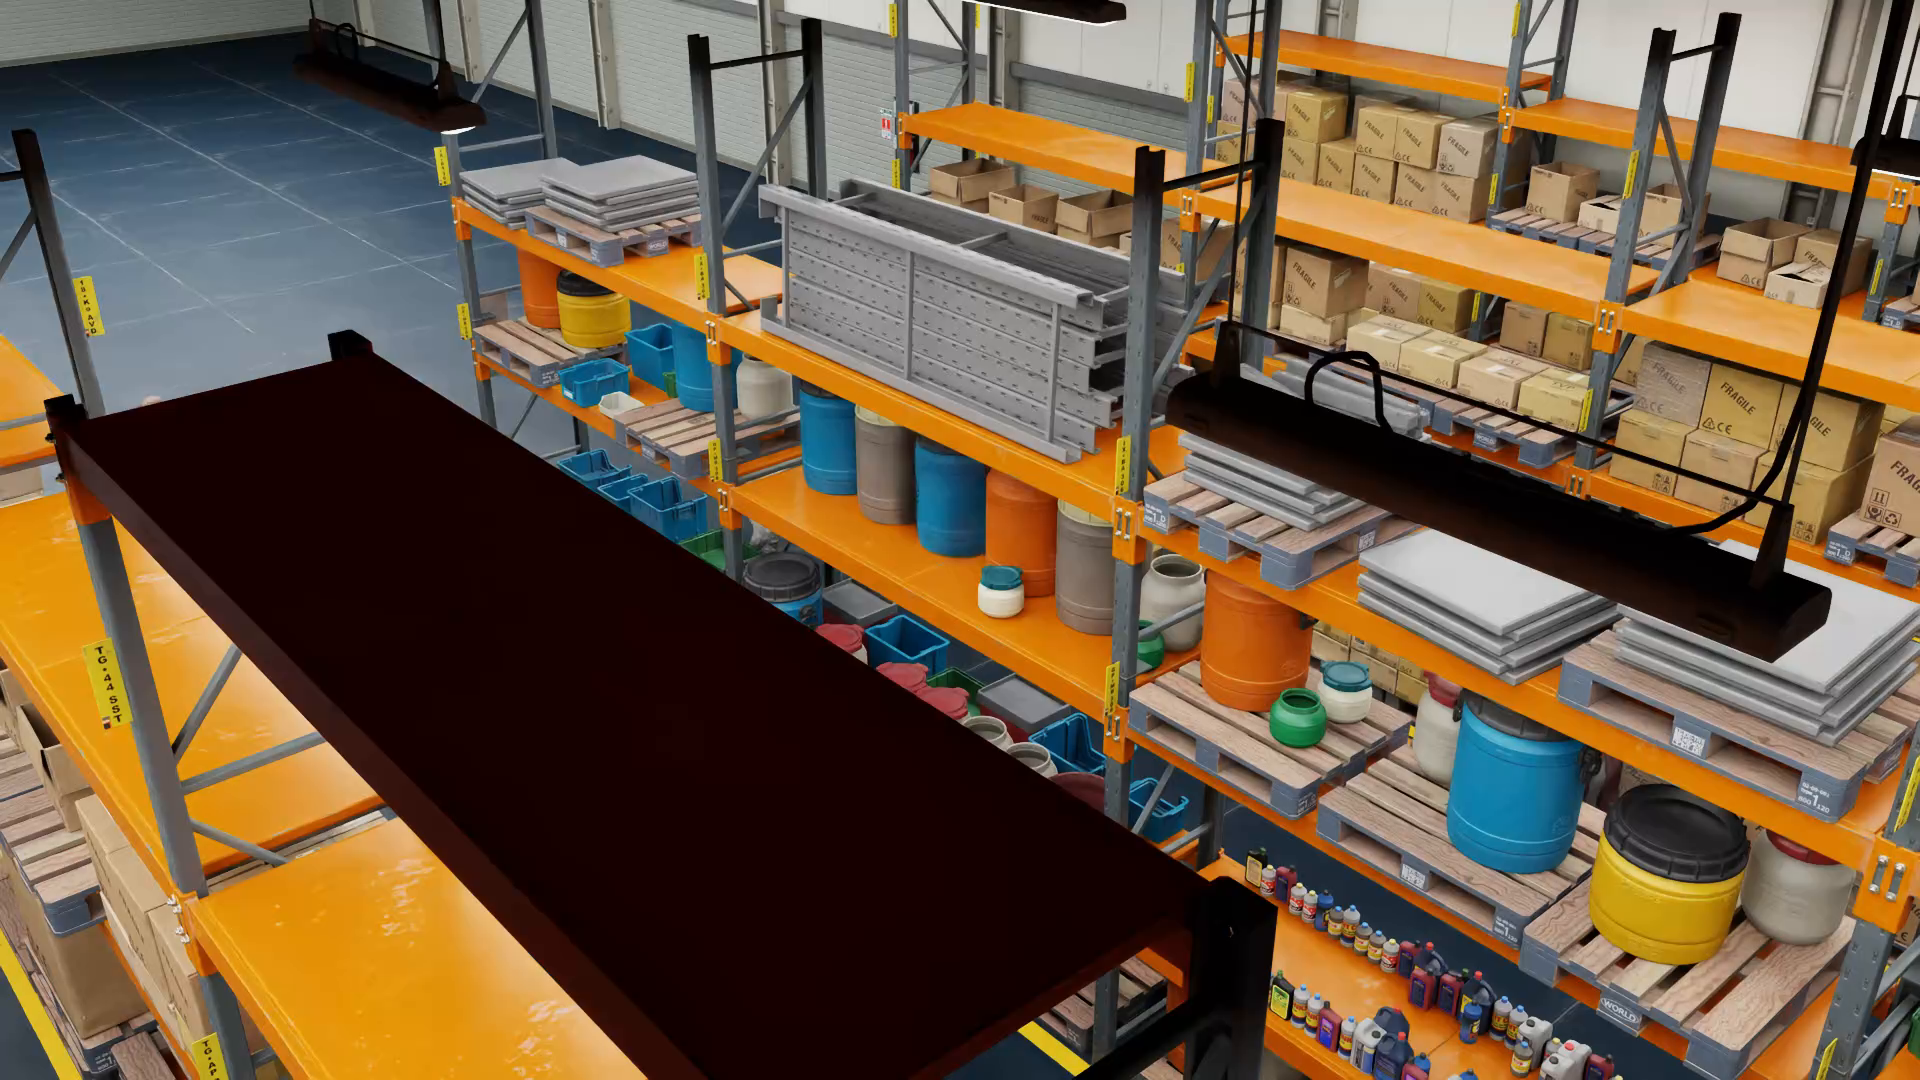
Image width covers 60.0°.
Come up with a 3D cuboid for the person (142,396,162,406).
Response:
[{"bbox_3d":[-7.999,-0.576,16.877,0.686,1.782,0.597,2,27,4],"label":"person"}]

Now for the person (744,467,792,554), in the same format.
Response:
[{"bbox_3d":[-1.915,-0.422,16.570,0.545,1.654,0.483,-16,31,-29],"label":"person"}]

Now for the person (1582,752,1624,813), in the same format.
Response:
[{"bbox_3d":[4.337,1.955,11.777,0.627,1.778,0.573,-3,27,-6],"label":"person"}]
